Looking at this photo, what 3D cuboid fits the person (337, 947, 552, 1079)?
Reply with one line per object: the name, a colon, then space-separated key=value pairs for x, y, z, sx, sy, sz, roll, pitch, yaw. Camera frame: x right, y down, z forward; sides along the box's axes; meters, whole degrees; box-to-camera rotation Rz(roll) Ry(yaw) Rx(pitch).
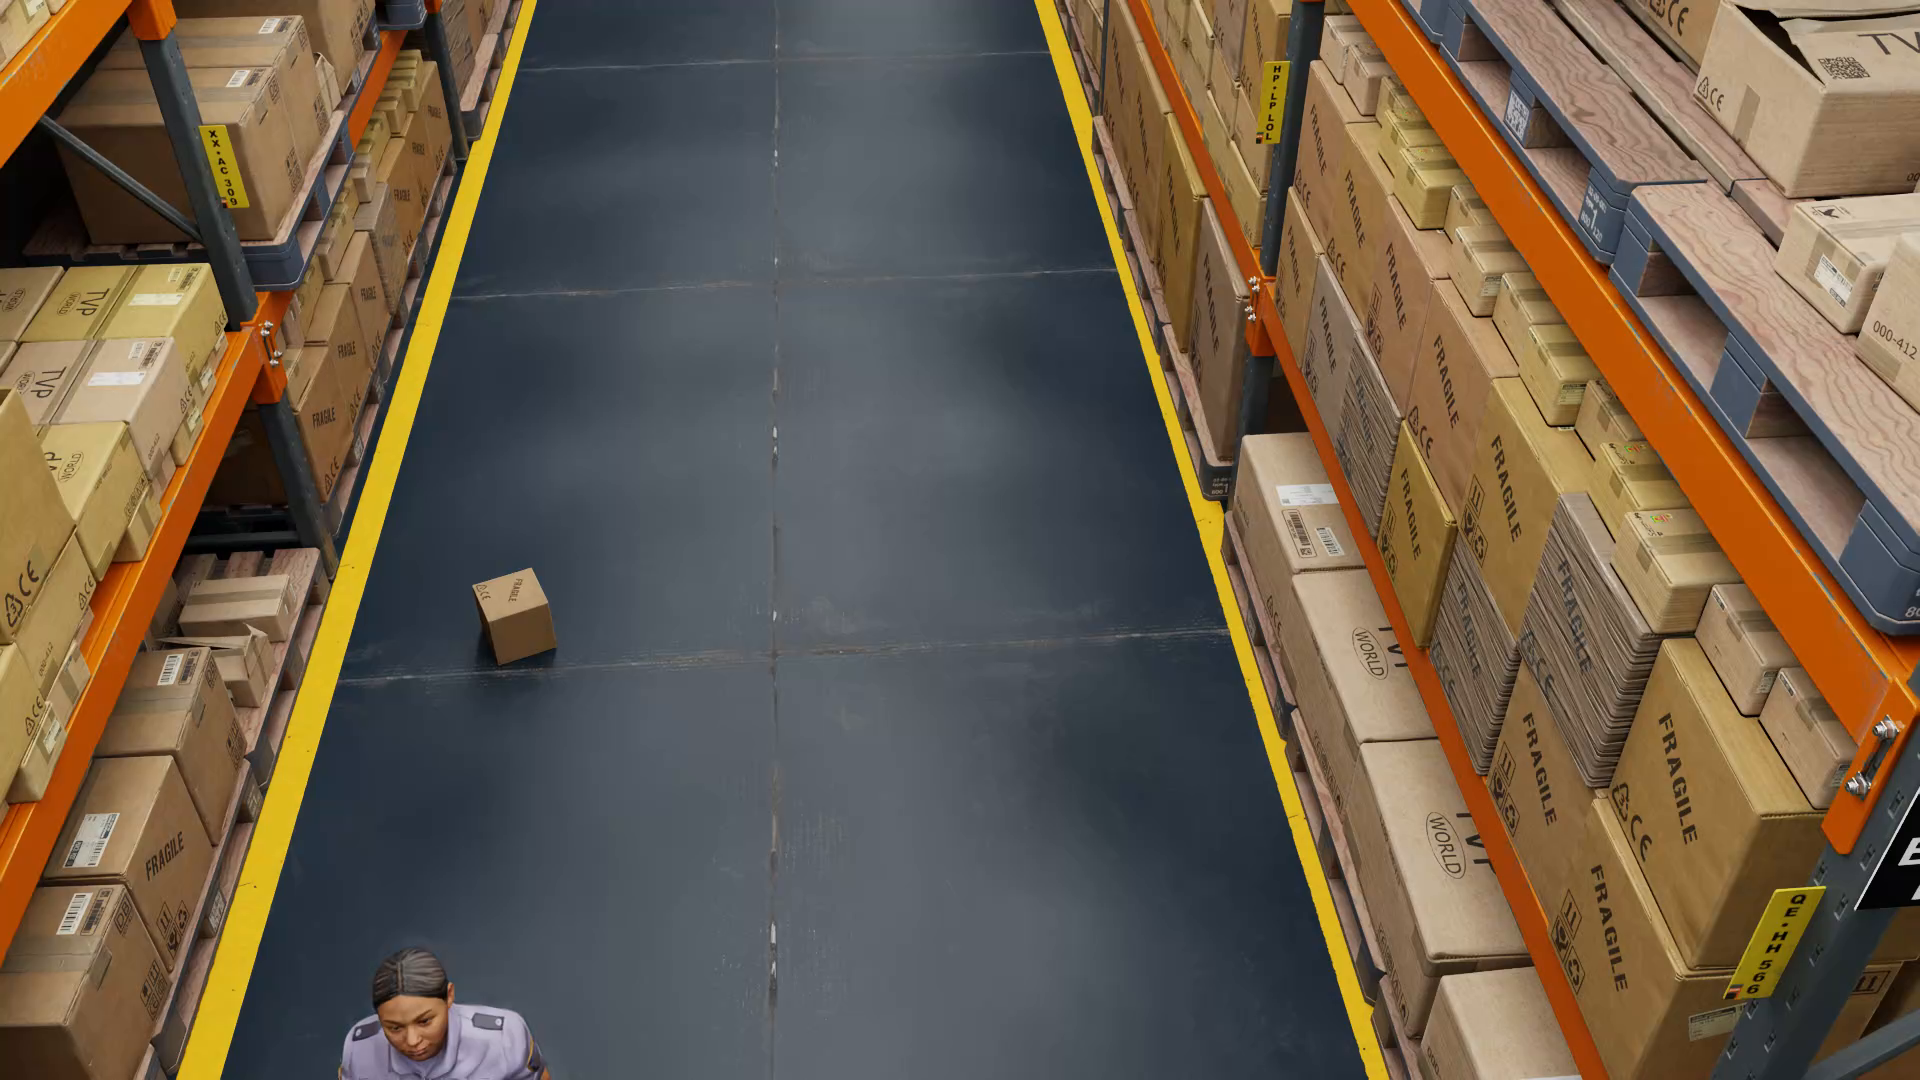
person: x=-1.265 y=1.638 z=4.150 sx=0.482 sy=1.586 sz=0.984 roll=0 pitch=39 yaw=0
